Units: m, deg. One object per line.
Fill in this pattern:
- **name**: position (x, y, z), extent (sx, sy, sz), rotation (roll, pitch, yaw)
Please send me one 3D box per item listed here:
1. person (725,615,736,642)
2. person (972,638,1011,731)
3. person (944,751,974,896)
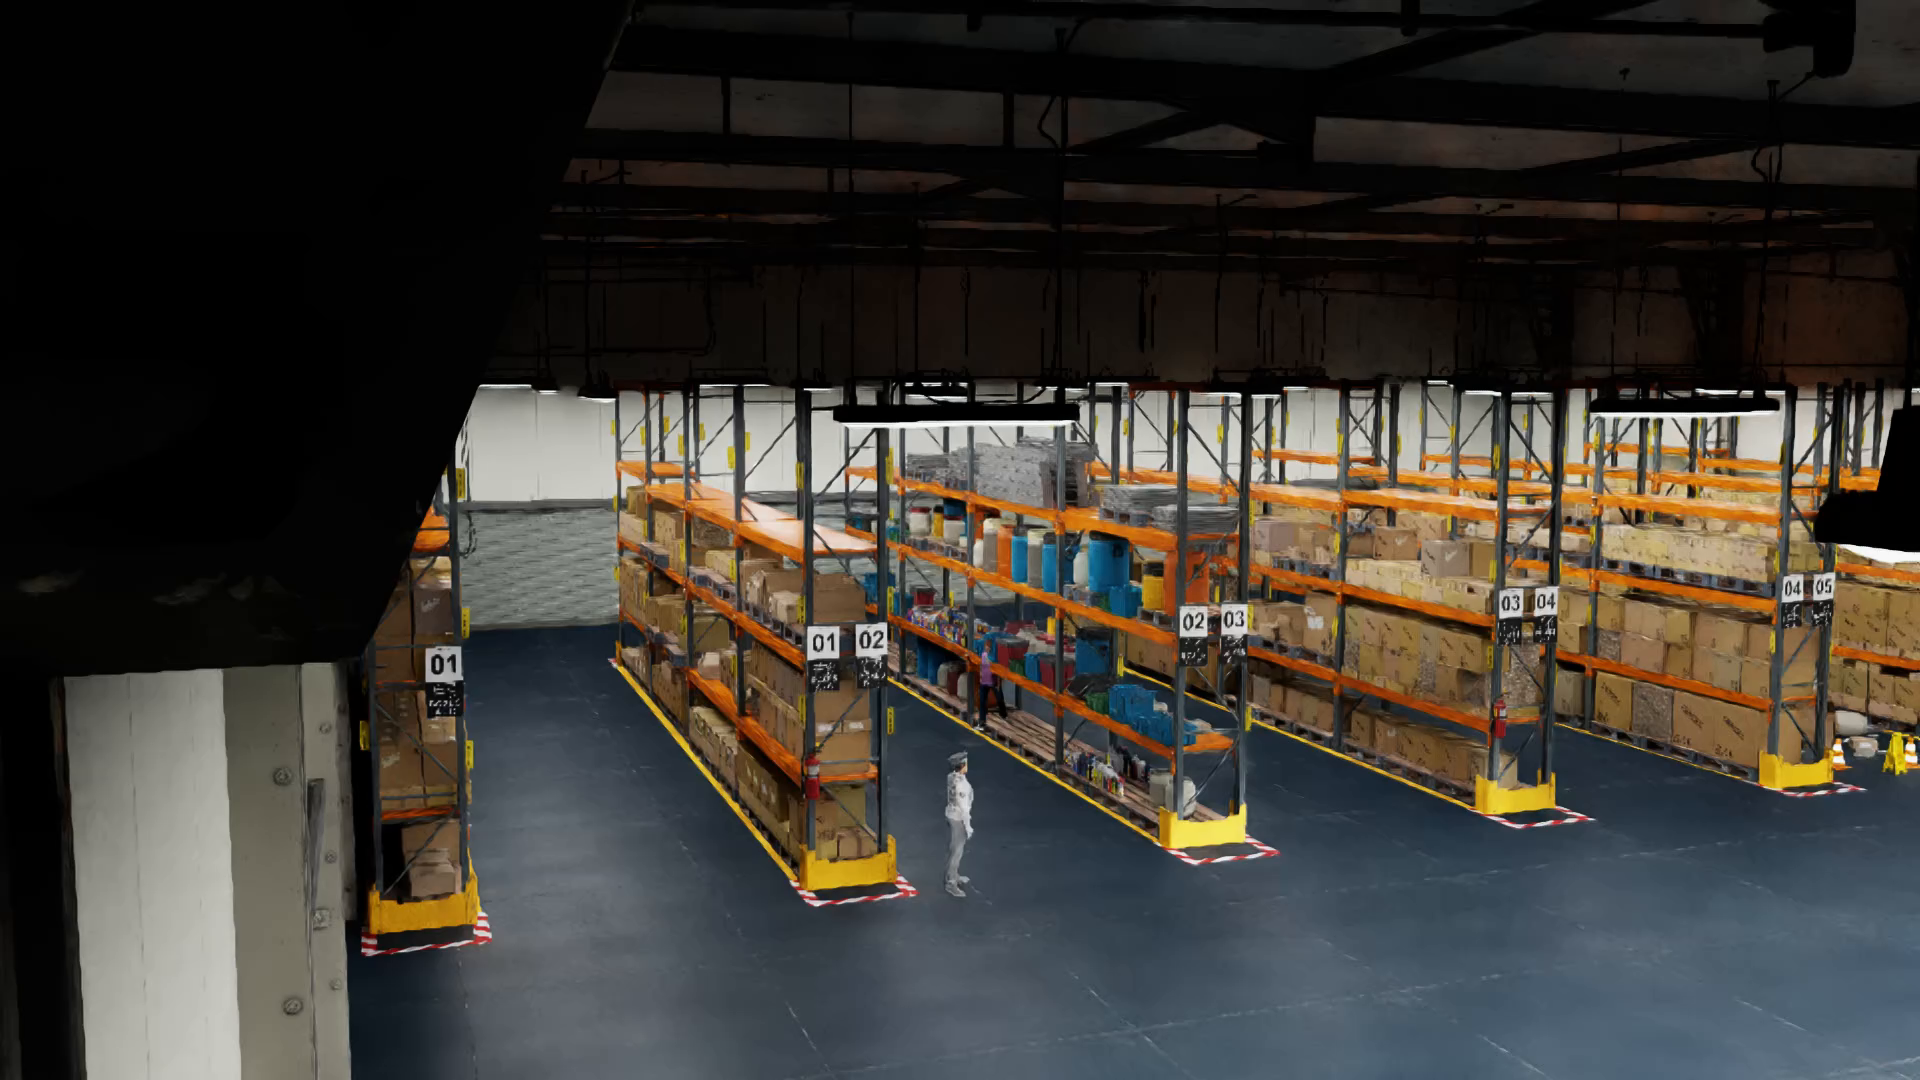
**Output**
- **person**: position (-4.662, 1.905, 33.931), extent (0.369, 1.667, 0.609), rotation (-3, 7, -23)
- **person**: position (0.561, 2.468, 28.424), extent (0.581, 1.596, 0.501), rotation (3, 7, 26)
- **person**: position (-0.021, 3.371, 19.985), extent (0.367, 1.684, 0.632), rotation (-1, 6, -14)
